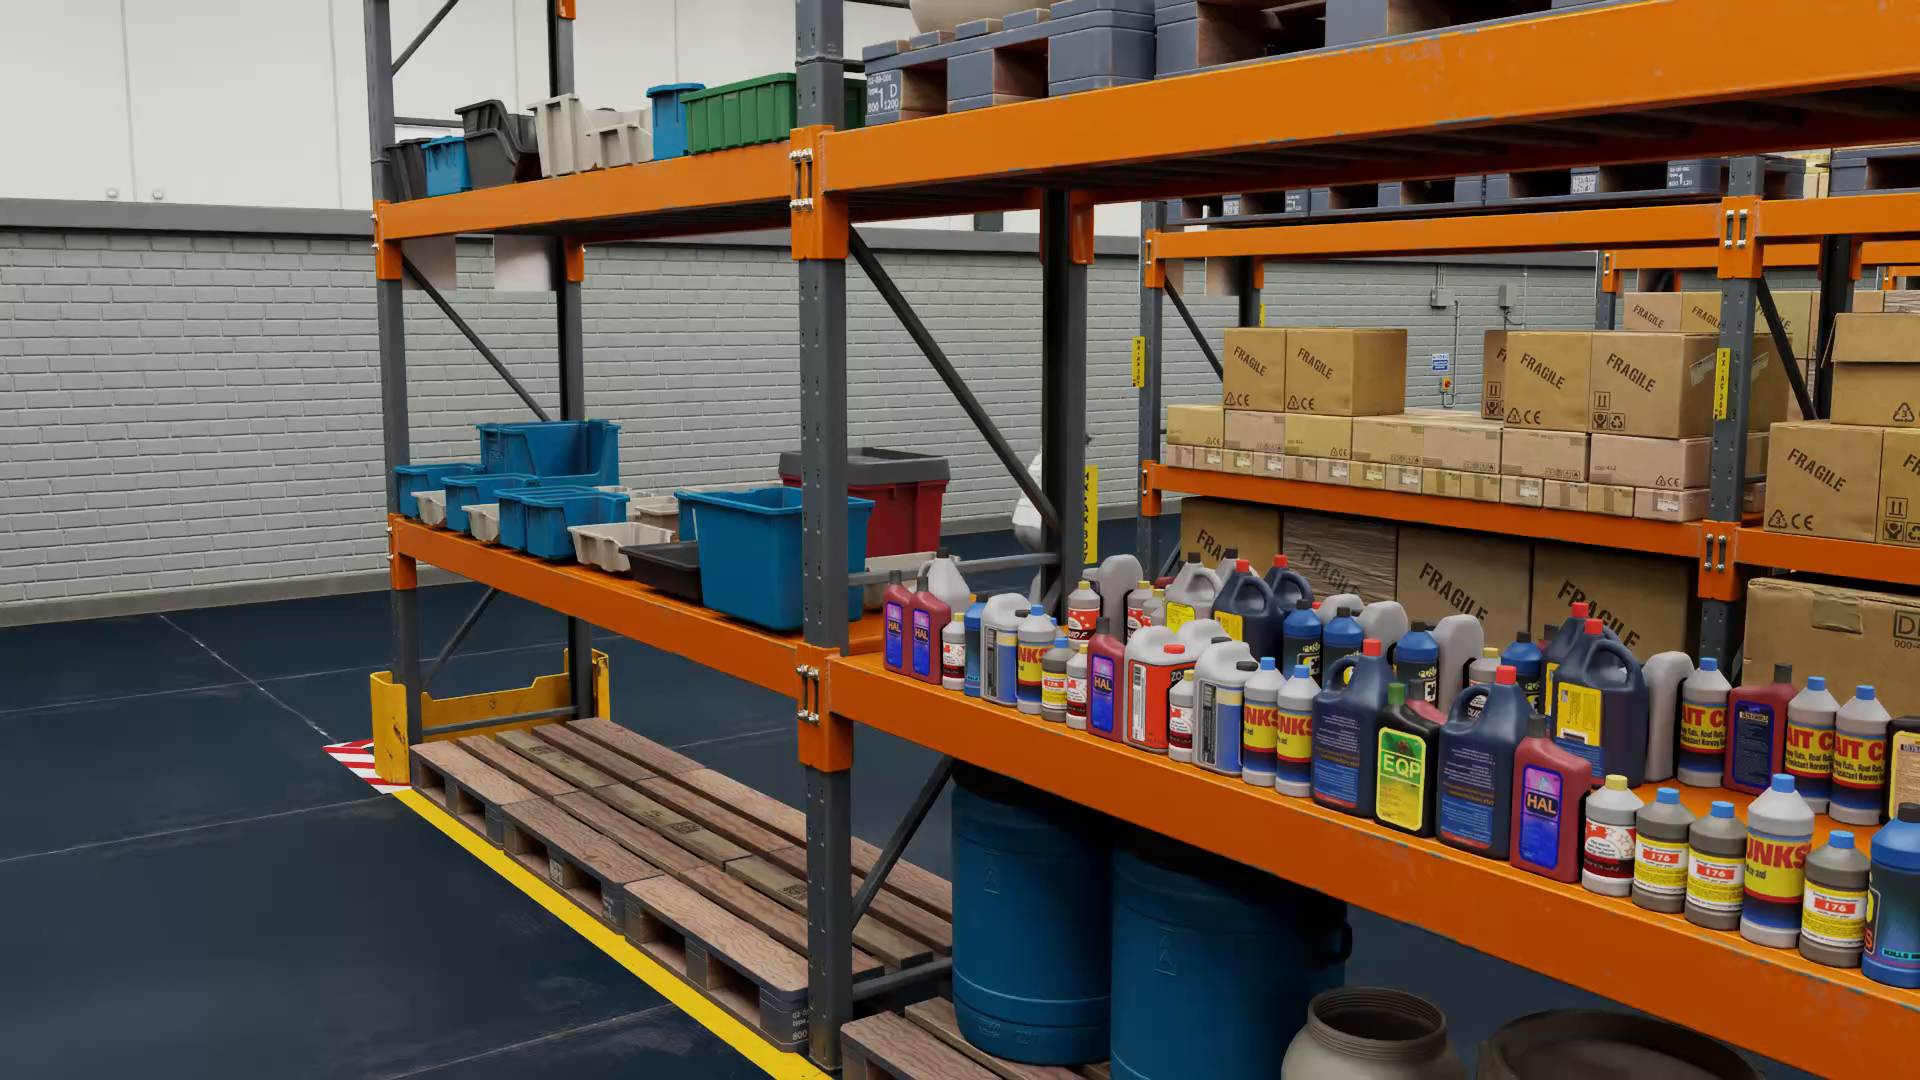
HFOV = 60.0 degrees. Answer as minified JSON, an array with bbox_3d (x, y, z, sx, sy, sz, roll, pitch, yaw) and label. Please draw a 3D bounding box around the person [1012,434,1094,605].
[{"bbox_3d":[0.673,-0.077,12.053,0.628,1.487,0.490,-4,9,-28],"label":"person"}]
